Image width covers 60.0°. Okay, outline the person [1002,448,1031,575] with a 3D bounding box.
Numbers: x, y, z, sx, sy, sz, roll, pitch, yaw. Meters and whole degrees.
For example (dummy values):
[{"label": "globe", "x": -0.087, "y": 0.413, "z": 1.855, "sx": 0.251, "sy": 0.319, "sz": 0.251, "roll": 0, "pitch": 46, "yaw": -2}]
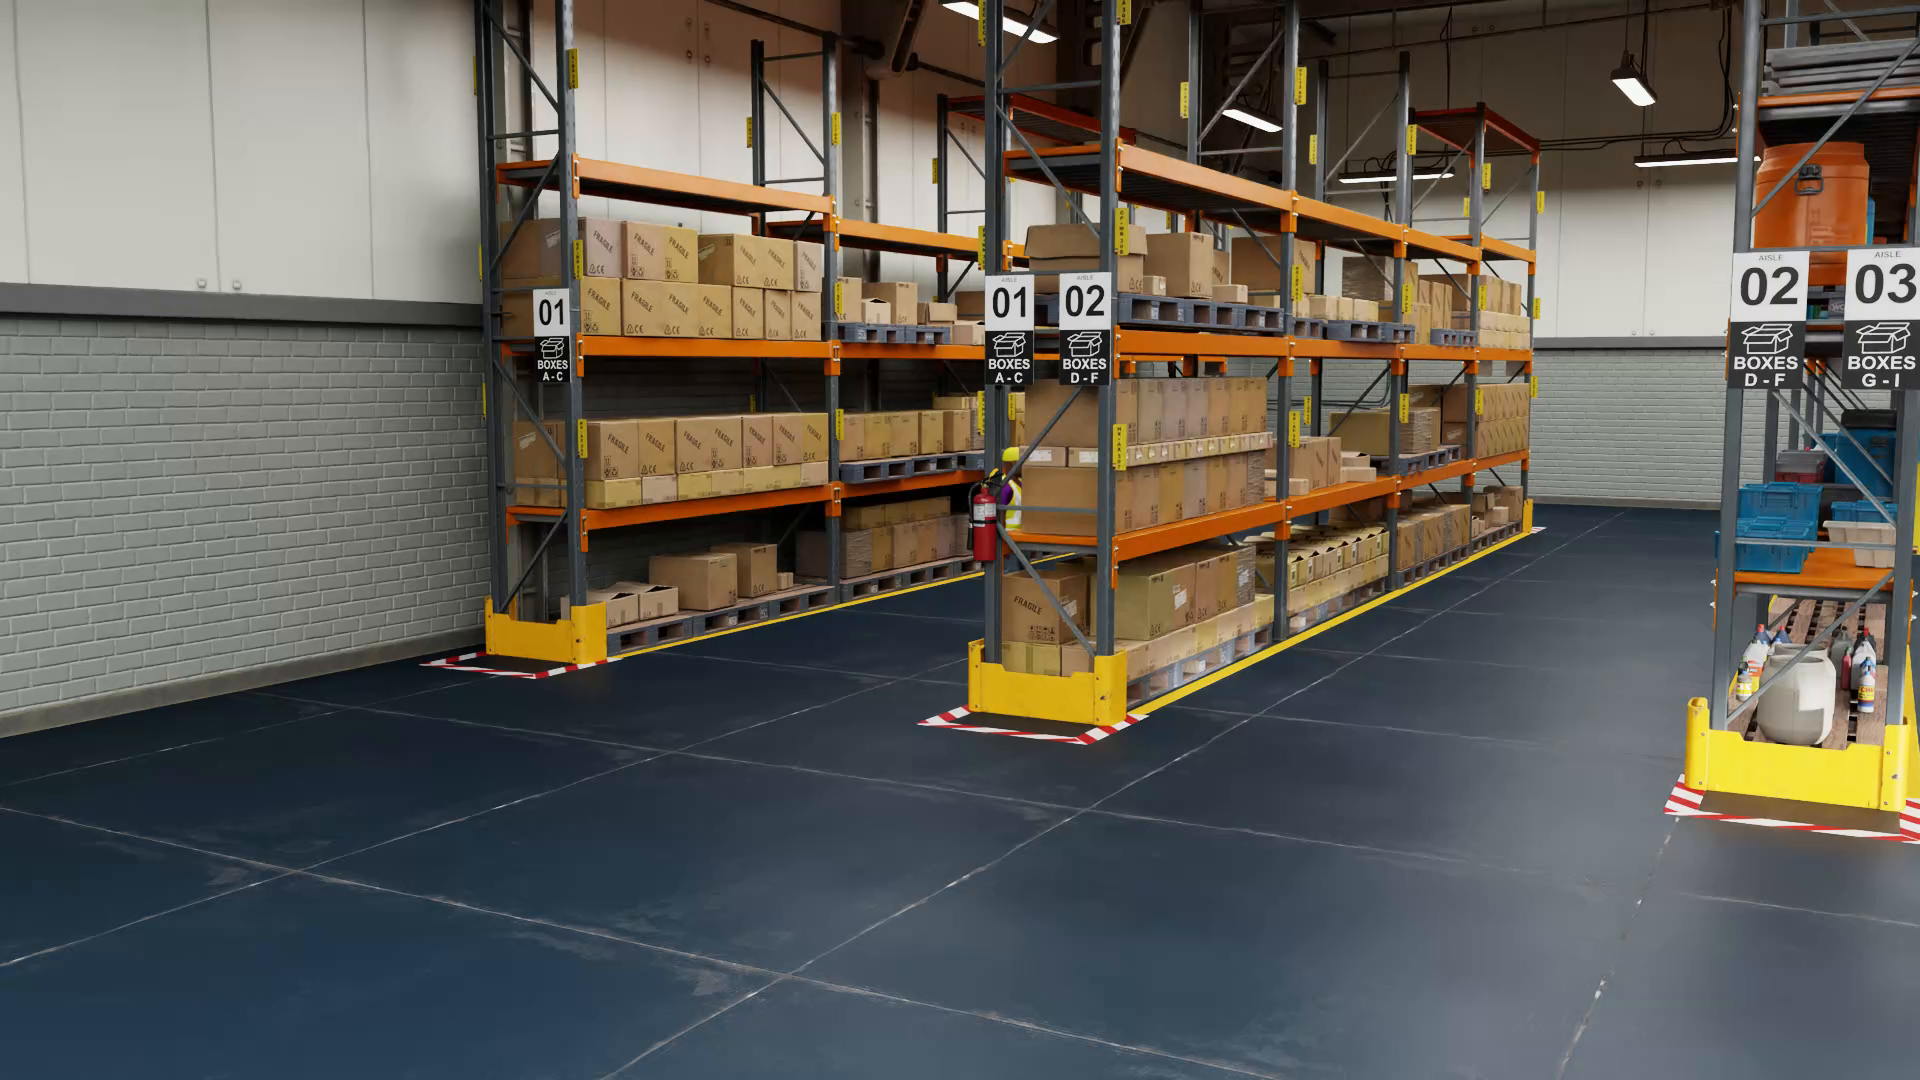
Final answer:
[{"label": "person", "x": 0.537, "y": 0.008, "z": 16.120, "sx": 0.377, "sy": 1.807, "sz": 0.575, "roll": 3, "pitch": 7, "yaw": 28}]
